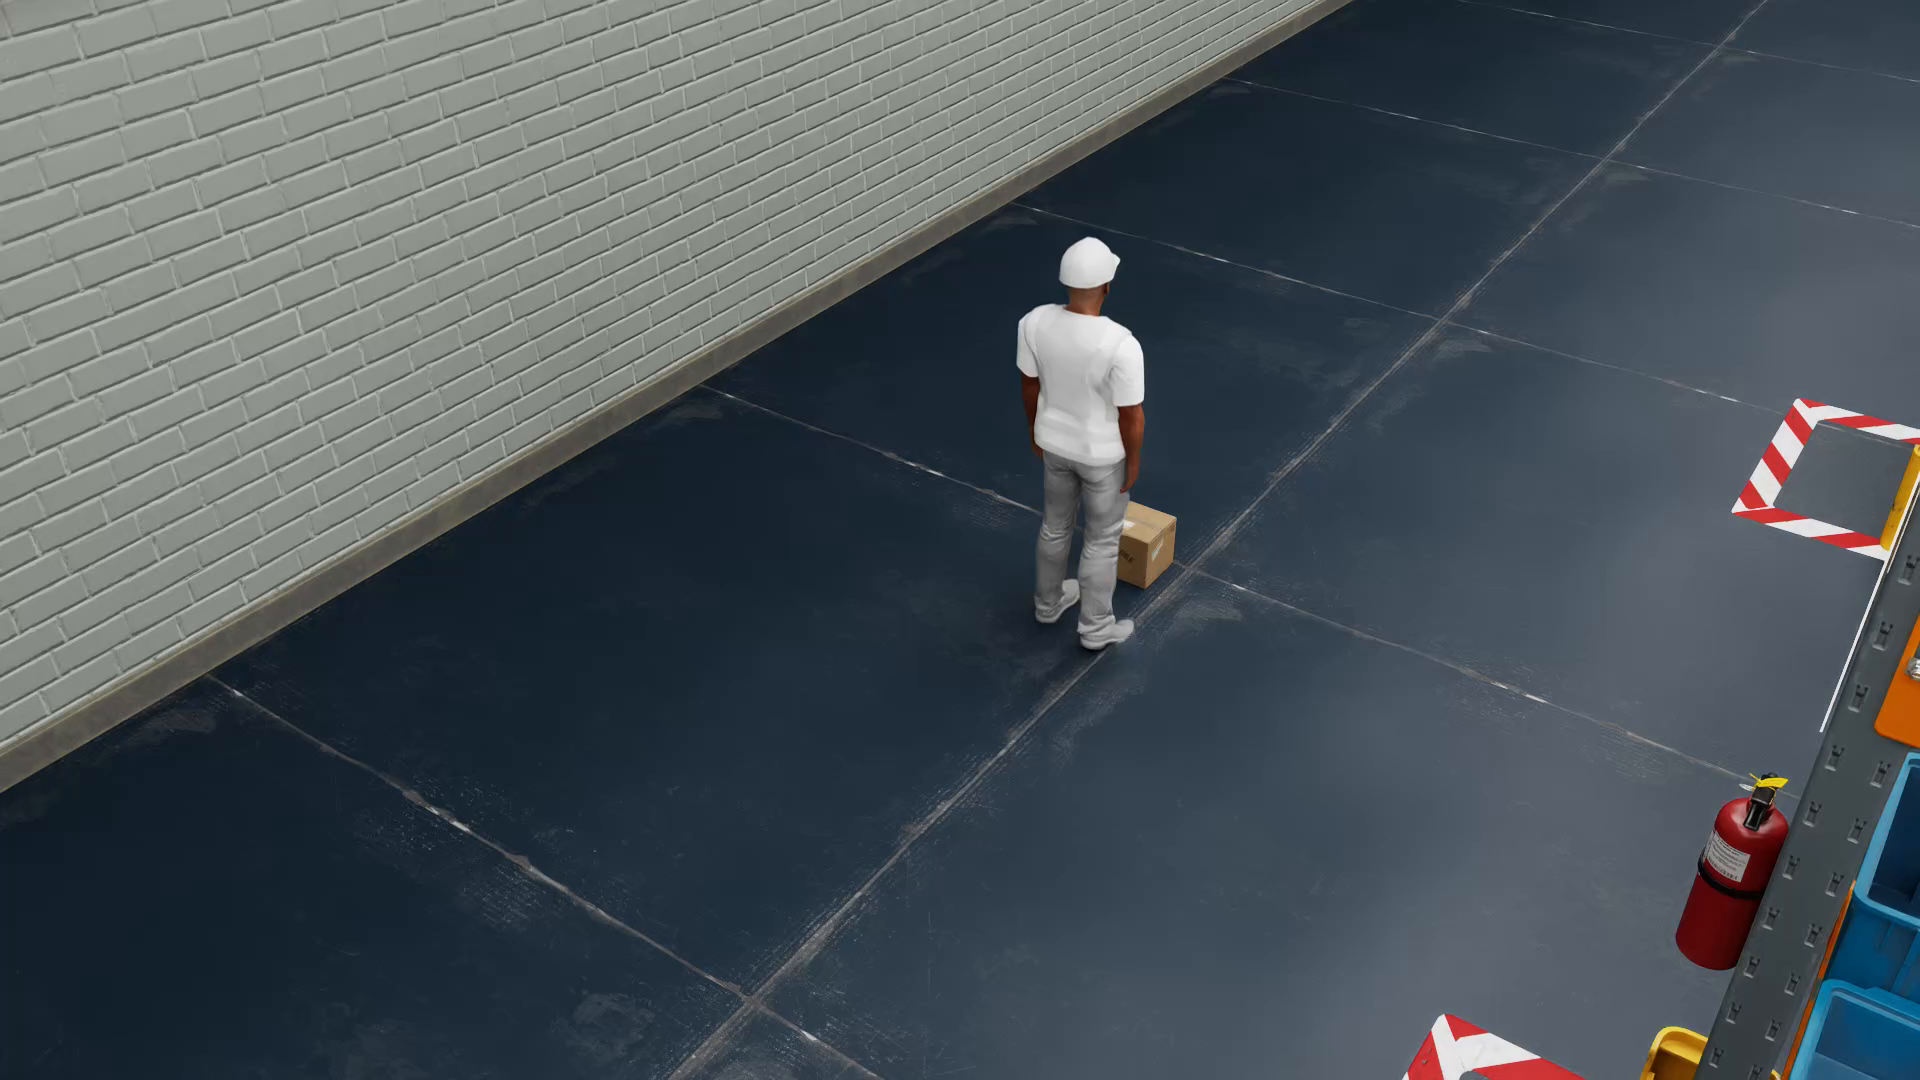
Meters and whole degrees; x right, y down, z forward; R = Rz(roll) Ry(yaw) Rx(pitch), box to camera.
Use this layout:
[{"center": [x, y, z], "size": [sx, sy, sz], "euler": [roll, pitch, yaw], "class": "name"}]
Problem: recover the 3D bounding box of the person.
[{"center": [0.496, -0.379, 6.705], "size": [0.566, 1.796, 0.368], "euler": [22, 40, 29], "class": "person"}]
